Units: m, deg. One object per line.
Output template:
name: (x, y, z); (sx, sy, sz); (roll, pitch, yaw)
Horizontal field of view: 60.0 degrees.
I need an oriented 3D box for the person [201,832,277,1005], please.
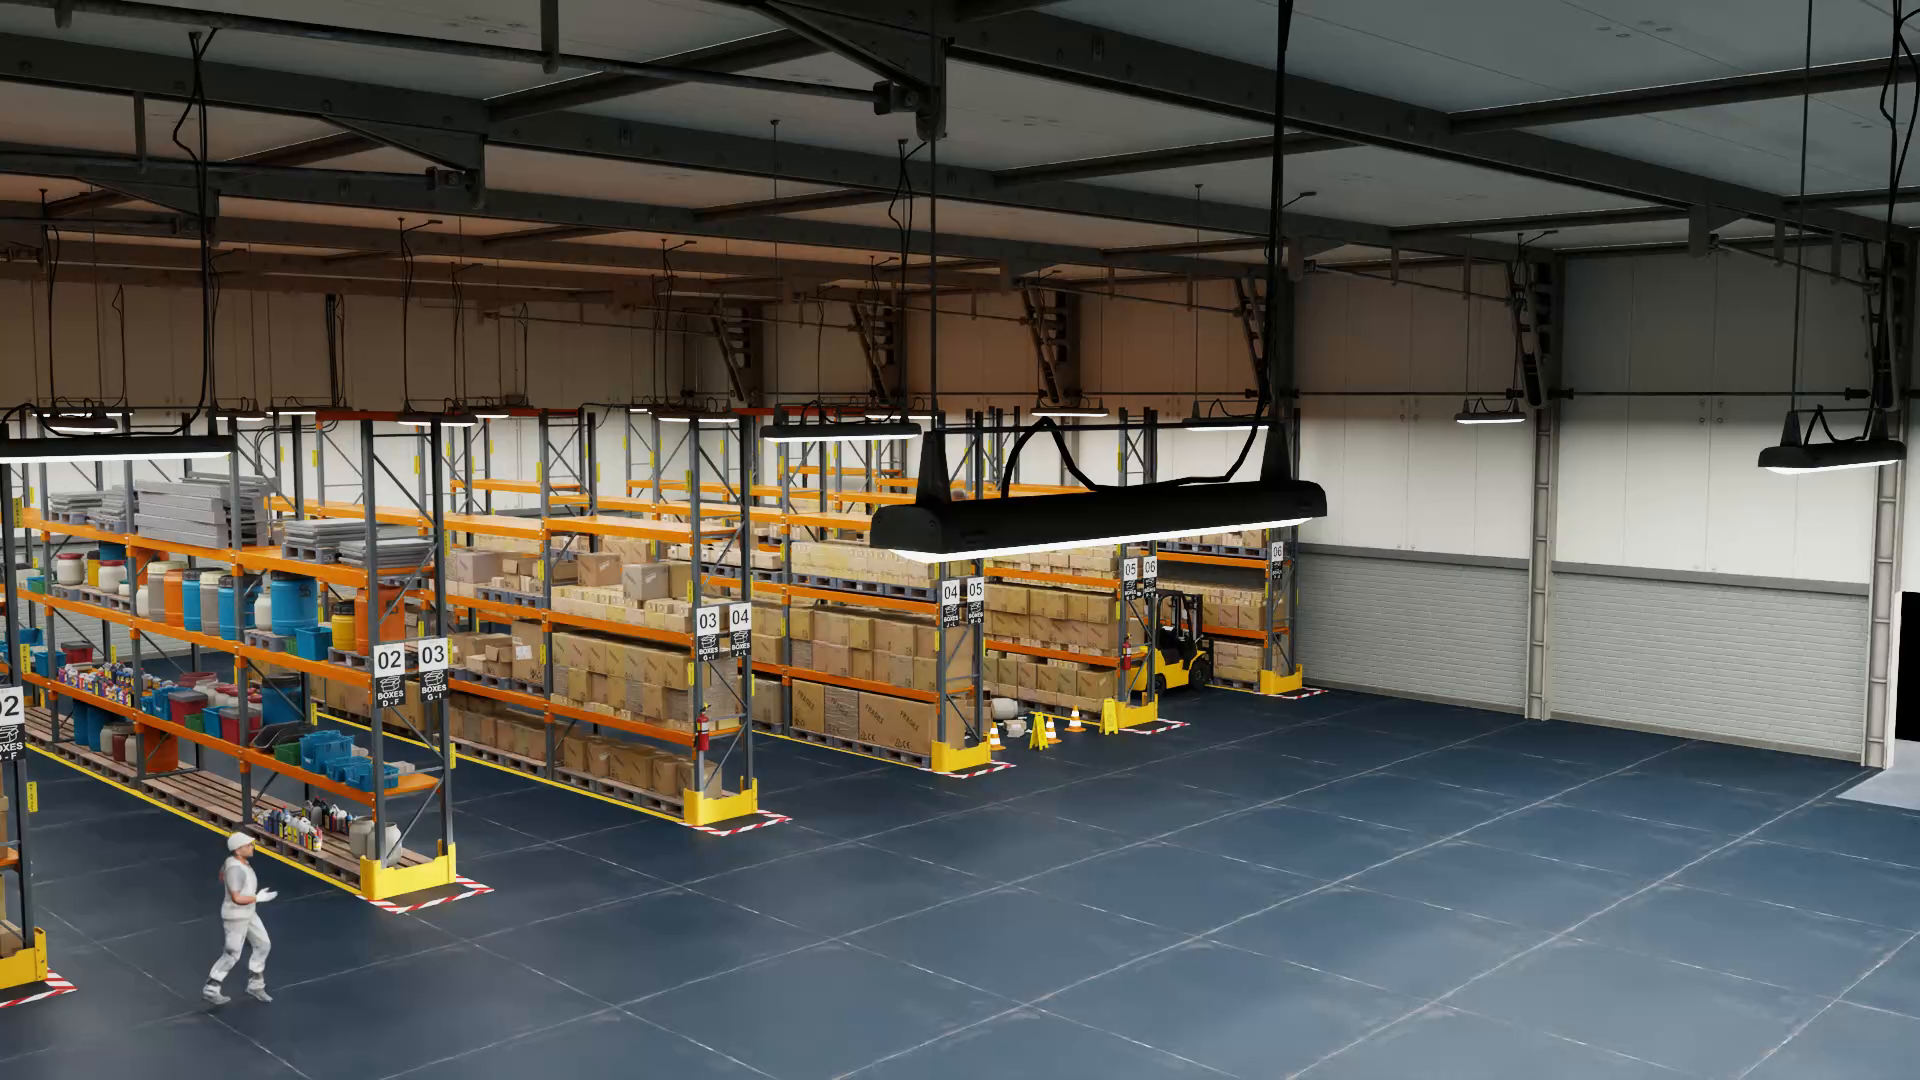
person: (-7.435, 3.931, 17.171); (0.772, 1.859, 0.680); (-1, 5, -11)
